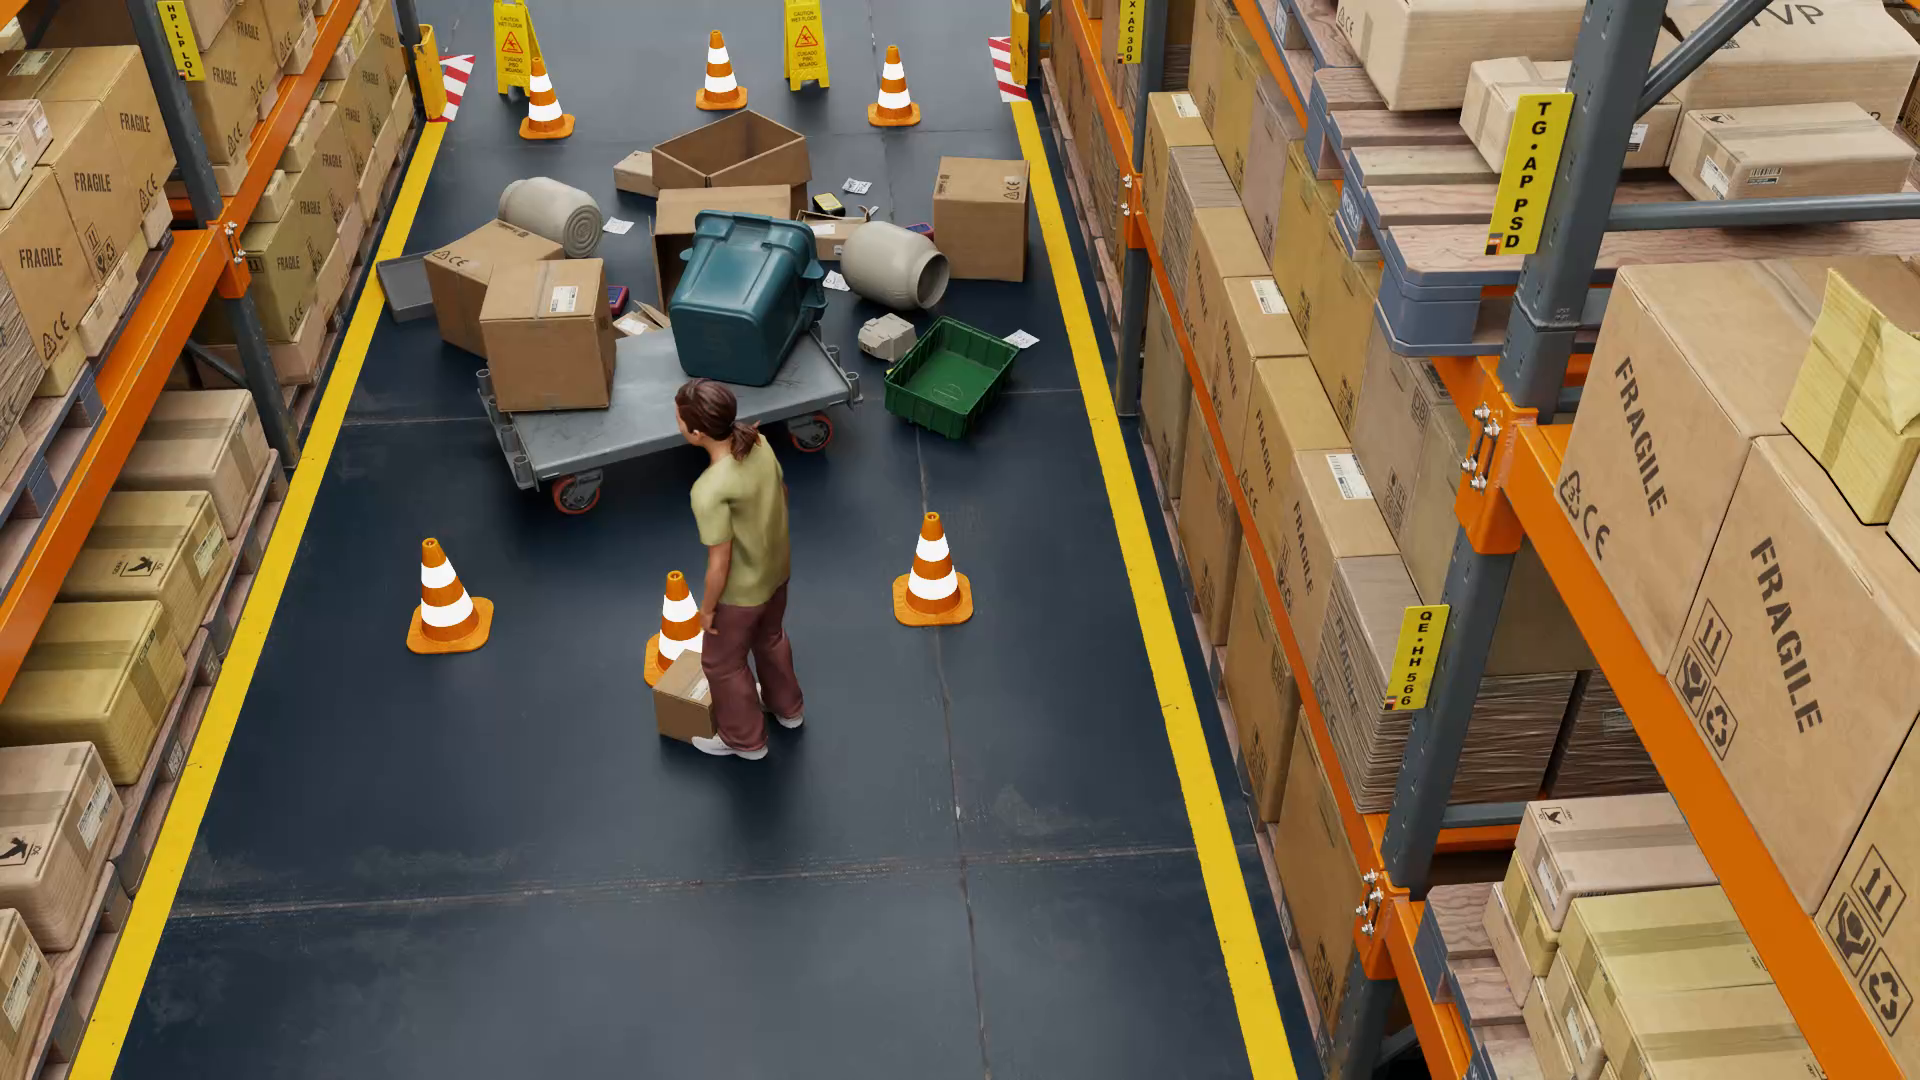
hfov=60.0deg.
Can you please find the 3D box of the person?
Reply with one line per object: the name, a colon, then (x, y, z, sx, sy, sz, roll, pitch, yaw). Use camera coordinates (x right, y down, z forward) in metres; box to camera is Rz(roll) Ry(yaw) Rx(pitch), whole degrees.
person: (-0.815, 0.129, 5.998, 0.406, 1.673, 0.499, 16, 42, 19)
